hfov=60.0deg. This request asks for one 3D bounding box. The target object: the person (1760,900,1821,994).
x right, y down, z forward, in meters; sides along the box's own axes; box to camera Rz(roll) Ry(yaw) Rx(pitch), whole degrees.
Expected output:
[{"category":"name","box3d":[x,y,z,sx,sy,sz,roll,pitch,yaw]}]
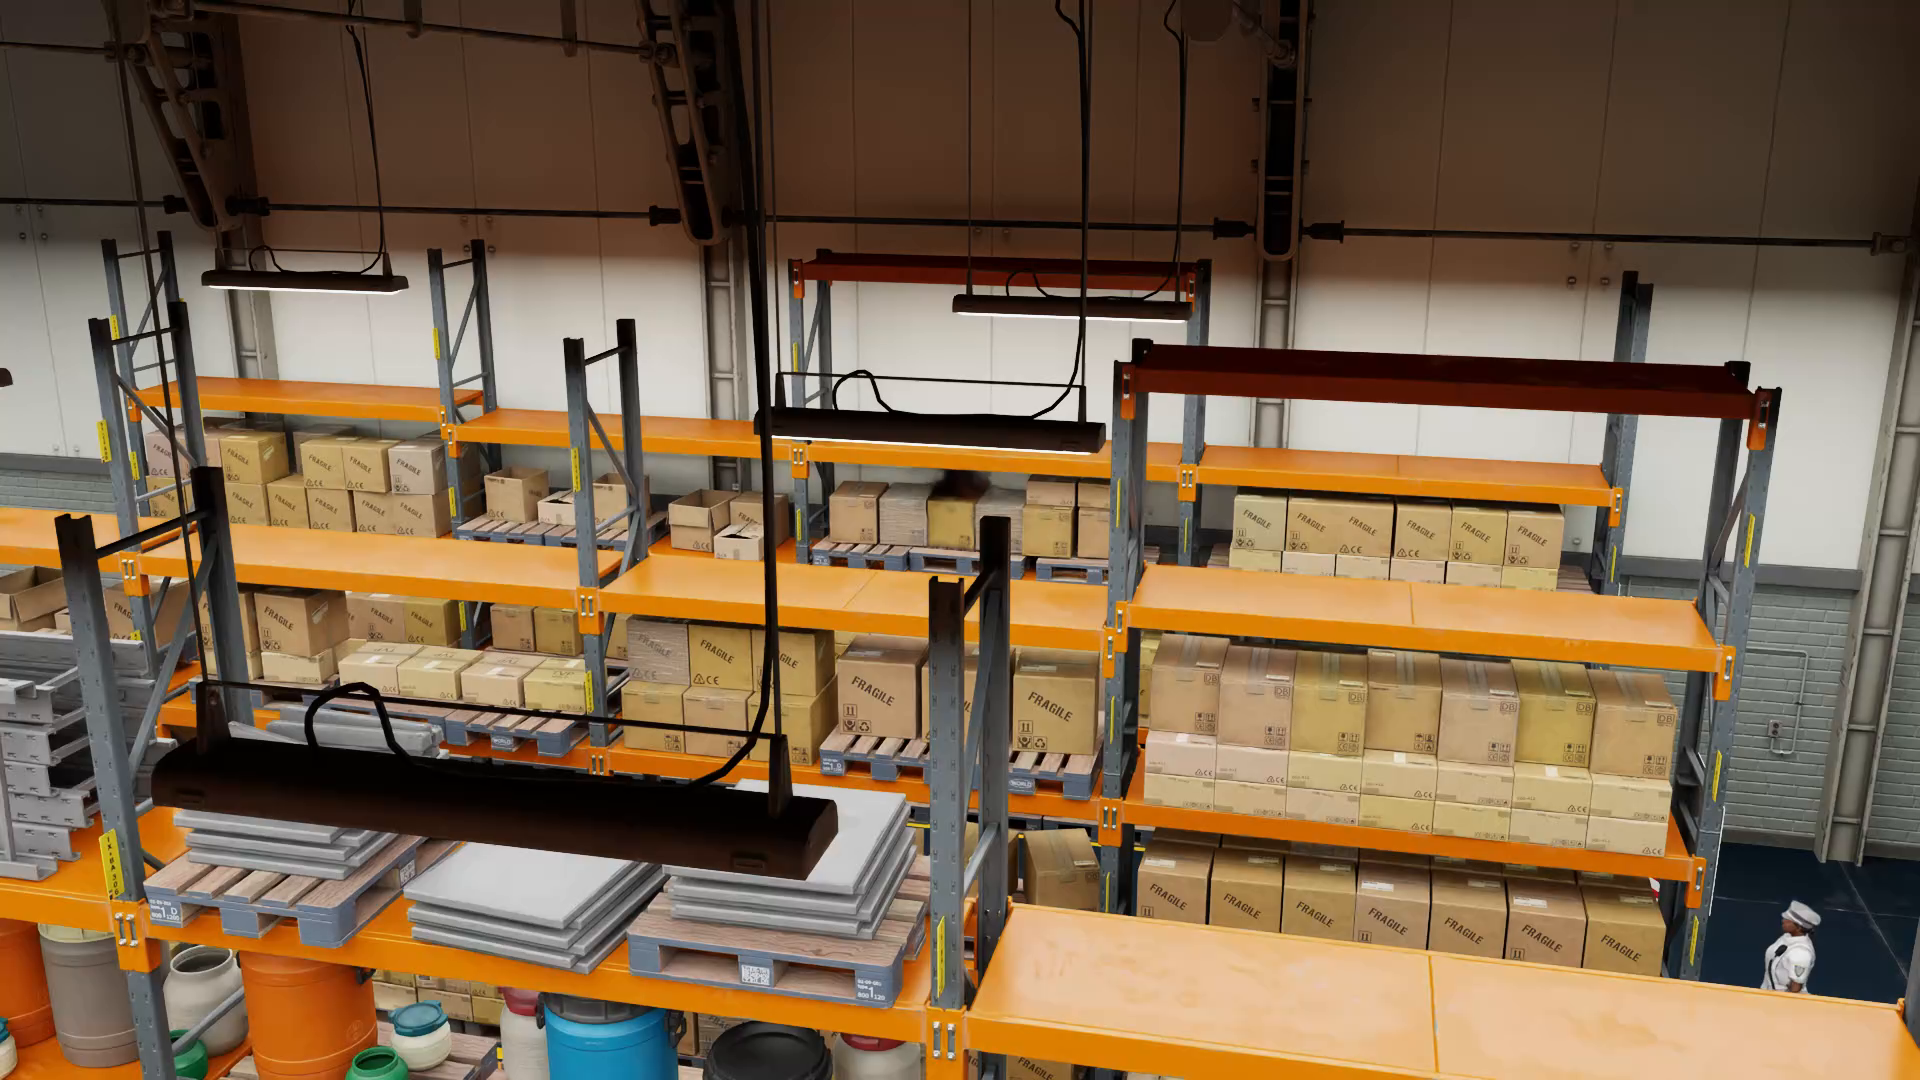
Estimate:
[{"category":"person","box3d":[6.453,3.614,13.003,0.437,1.701,0.517,0,16,-1]}]
